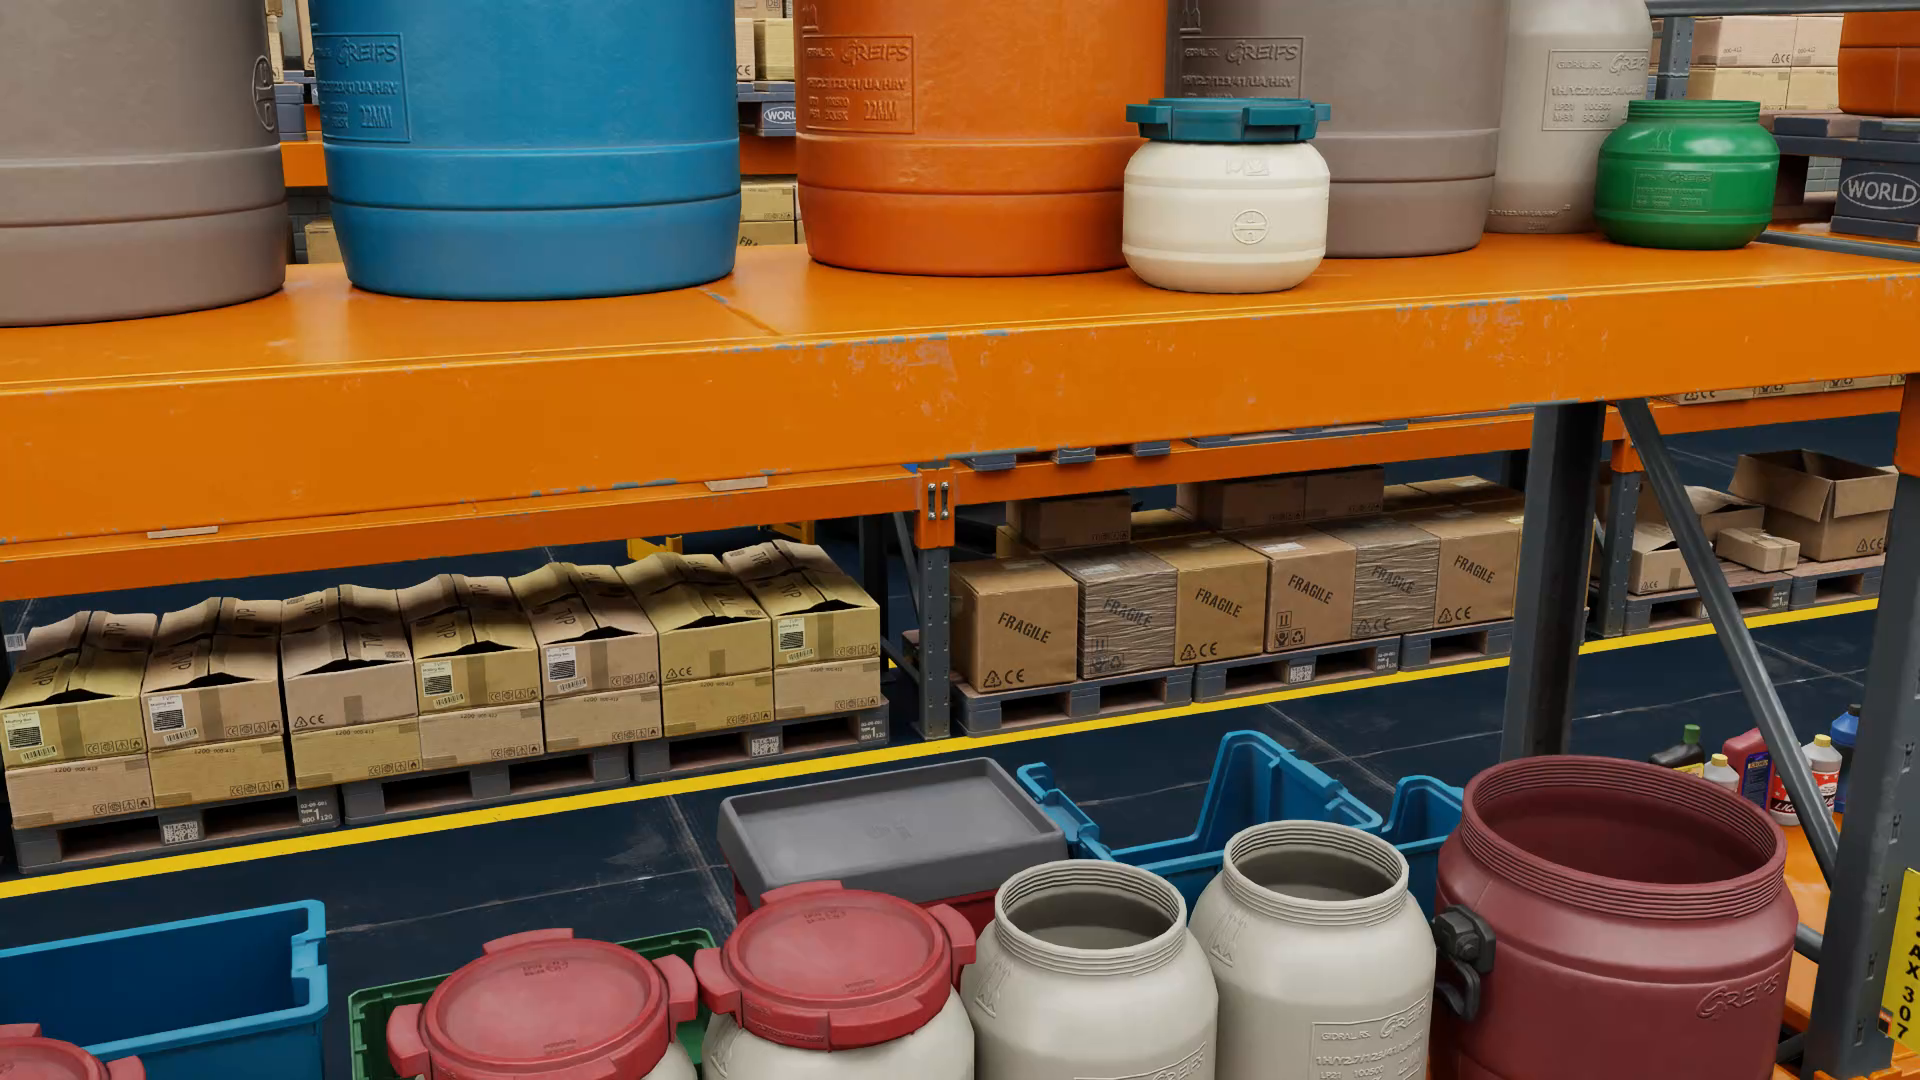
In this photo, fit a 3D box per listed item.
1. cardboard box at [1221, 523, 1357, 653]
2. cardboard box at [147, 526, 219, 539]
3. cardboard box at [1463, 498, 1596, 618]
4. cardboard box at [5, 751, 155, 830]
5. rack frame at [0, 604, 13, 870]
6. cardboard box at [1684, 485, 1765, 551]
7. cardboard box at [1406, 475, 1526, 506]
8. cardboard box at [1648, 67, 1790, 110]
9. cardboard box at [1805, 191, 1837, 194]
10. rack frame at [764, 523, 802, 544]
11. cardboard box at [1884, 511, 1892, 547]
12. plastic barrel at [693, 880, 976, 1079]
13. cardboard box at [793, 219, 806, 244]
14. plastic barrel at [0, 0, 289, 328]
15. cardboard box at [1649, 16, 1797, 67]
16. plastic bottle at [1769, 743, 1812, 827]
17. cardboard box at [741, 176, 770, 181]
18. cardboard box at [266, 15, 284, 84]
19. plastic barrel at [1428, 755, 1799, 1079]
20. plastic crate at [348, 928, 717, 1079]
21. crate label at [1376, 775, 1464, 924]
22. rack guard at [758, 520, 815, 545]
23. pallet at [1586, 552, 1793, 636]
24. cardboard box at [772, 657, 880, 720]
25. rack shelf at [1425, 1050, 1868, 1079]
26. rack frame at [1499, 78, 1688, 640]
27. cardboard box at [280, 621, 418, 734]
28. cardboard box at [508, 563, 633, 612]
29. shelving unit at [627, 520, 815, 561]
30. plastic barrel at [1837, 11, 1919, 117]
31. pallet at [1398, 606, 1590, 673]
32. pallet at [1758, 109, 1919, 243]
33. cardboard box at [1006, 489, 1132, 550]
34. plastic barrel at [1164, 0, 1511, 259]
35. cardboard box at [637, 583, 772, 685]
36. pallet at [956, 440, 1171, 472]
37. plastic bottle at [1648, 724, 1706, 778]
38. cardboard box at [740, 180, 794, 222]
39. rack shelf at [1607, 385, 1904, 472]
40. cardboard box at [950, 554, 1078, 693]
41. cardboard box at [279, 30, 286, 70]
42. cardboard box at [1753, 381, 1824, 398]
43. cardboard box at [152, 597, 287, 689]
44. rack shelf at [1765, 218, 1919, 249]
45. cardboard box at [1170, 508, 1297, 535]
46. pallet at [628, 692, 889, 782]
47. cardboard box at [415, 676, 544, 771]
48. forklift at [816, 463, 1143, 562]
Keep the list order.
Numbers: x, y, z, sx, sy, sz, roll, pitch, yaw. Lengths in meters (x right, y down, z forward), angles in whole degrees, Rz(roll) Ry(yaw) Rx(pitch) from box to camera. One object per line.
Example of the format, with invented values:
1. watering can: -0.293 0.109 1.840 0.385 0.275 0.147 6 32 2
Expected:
1. cardboard box: 1.688 0.238 8.618 0.500 0.500 0.500 -7 18 -22
2. cardboard box: -3.117 -0.133 6.675 0.250 0.149 0.380 -6 17 -20
3. cardboard box: 3.095 0.088 9.129 0.500 0.500 0.500 -6 17 -20
4. cardboard box: -3.552 0.924 6.763 0.500 0.250 0.500 -7 18 -21
5. rack frame: -4.017 -0.218 6.518 0.127 3.000 1.000 -6 17 -20
6. cardboard box: 4.584 -0.154 10.289 0.500 0.311 0.500 -6 17 -20
7. cardboard box: 2.914 -0.052 9.608 0.500 0.500 0.500 -7 18 -23
8. cardboard box: 3.996 -2.376 8.809 0.500 0.250 0.500 -6 17 -20
9. cardboard box: 5.251 -1.825 10.038 0.500 0.500 0.500 -6 18 -21
10. rack frame: -1.166 -0.737 10.945 0.032 1.500 0.500 -13 21 -38
11. cardboard box: 5.871 -0.113 10.257 0.500 0.250 0.500 -6 17 -20
12. plastic barrel: -0.187 0.864 2.592 0.433 0.535 0.433 0 16 0
13. cardboard box: -1.020 -2.157 12.379 0.500 0.500 0.500 -6 17 -18
14. plastic barrel: -1.240 -0.769 2.179 0.600 0.901 0.600 0 16 0
15. cardboard box: 3.996 -2.616 8.737 0.500 0.250 0.500 -6 17 -20
16. plastic bottle: 2.042 0.594 4.104 0.097 0.201 0.097 0 16 0
17. cardboard box: -1.727 -2.599 12.552 0.500 0.250 0.500 -6 17 -19
18. cardboard box: -2.926 -1.903 6.452 0.500 0.250 0.500 -8 18 -25
19. plastic barrel: 1.162 0.743 3.003 0.708 0.536 0.600 -6 17 -20
20. plastic crate: -0.723 0.937 2.960 0.662 0.188 0.450 -6 17 -20
21. crate label: 0.959 0.706 3.667 0.416 0.233 0.303 -6 17 -20
22. rack guard: -1.167 -0.137 11.121 0.087 0.250 0.587 -13 21 -38
23. pallet: 4.095 0.244 9.893 1.213 0.211 1.003 -6 17 -20
24. cardboard box: -0.686 0.613 7.821 0.500 0.250 0.500 -6 17 -19
25. rack shelf: -0.381 1.229 2.867 4.000 0.370 1.077 -6 17 -20
26. rack frame: 3.453 -1.025 9.265 0.127 3.000 1.000 -6 17 -20
27. cardboard box: -2.590 0.553 7.032 0.500 0.311 0.500 -7 18 -22
28. cardboard box: -1.841 0.309 7.863 0.500 0.311 0.500 -7 18 -22
29. shelving unit: -1.550 -0.647 10.638 1.083 1.500 0.587 -13 21 -38
30. plastic barrel: 2.018 -1.221 3.102 0.708 0.830 0.600 -6 17 -20
31. pallet: 2.707 0.405 9.345 1.213 0.211 1.003 -6 17 -20
32. pallet: 2.236 -0.718 3.231 1.213 0.211 1.003 -6 17 -20
33. cardboard box: 0.558 -0.156 8.631 0.500 0.250 0.500 -5 17 -18
34. plastic barrel: 0.642 -0.972 2.872 0.600 0.901 0.600 0 16 0
35. cardboard box: -1.166 0.399 7.556 0.500 0.311 0.500 -6 18 -21
36. pallet: 0.326 -0.616 8.214 1.003 0.211 1.213 -6 17 -20
37. plastic bottle: 1.712 0.585 3.990 0.133 0.283 0.061 -6 17 -20
38. cardboard box: -1.515 -2.466 12.099 0.500 0.250 0.500 -6 17 -19
39. rack shelf: 5.321 -0.881 10.053 4.000 0.370 1.077 -6 17 -20
40. cardboard box: 0.245 0.396 8.082 0.500 0.500 0.500 -5 17 -18
41. cardboard box: -4.679 -3.216 10.814 0.500 0.311 0.500 -6 17 -18
42. cardboard box: 4.504 -1.105 9.360 0.500 0.500 0.500 -6 17 -19
43. cardboard box: -3.258 0.460 7.348 0.500 0.311 0.500 -6 17 -19
44. rack shelf: 3.355 -0.614 3.818 4.000 0.370 1.077 -6 17 -20
45. cardboard box: 1.479 0.104 9.076 0.500 0.500 0.500 -7 18 -22
46. pallet: -1.065 0.789 8.037 1.213 0.211 1.003 -6 17 -20
47. cardboard box: -2.116 0.769 7.292 0.500 0.250 0.500 -6 17 -19
48. forklift: 0.476 -1.293 10.299 3.031 2.935 1.130 13 21 38
